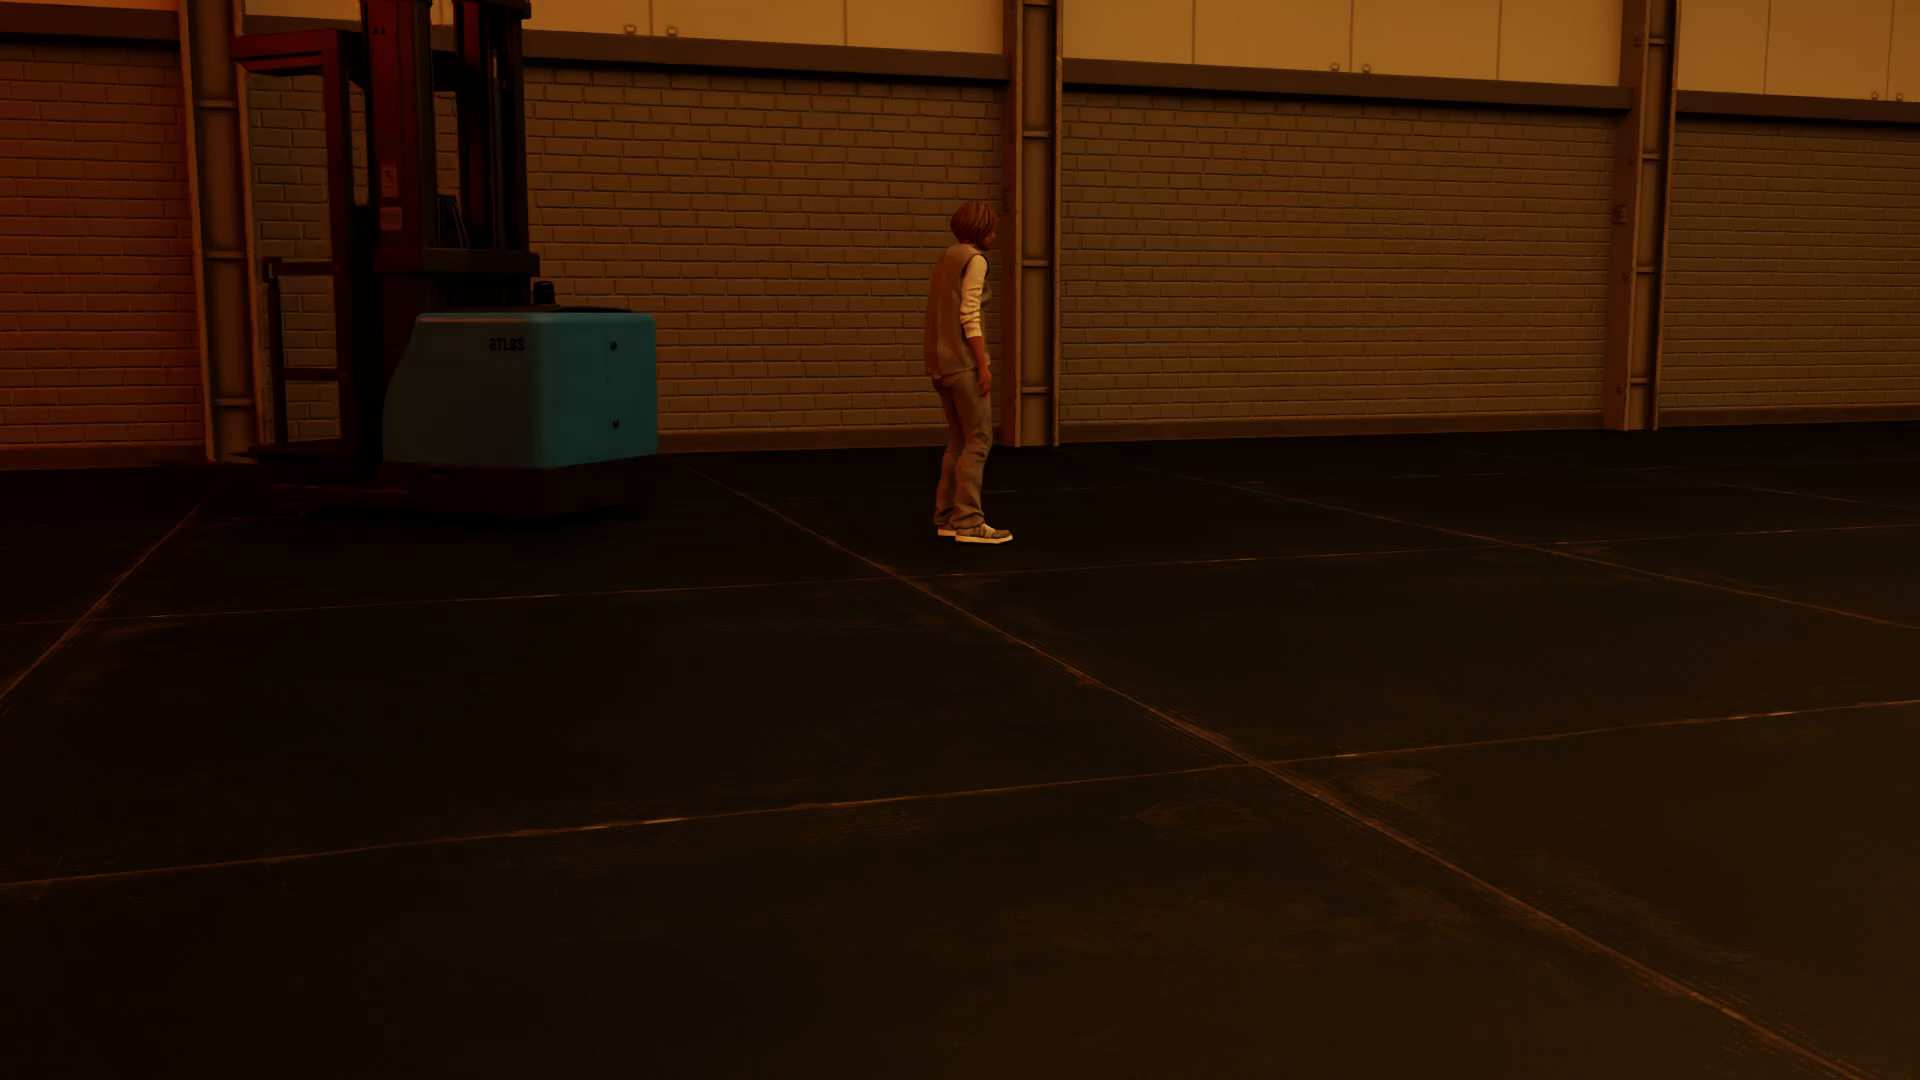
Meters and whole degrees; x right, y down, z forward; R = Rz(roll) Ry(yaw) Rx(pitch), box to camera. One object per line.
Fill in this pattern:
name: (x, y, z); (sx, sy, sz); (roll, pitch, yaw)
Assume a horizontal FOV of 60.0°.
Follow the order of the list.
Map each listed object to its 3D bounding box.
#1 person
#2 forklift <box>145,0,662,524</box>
person: (0.018, -0.733, 7.837); (0.344, 1.478, 0.467); (-3, 8, -20)
forklift: (-3.191, -1.640, 9.109); (3.031, 2.935, 1.130); (3, 8, 24)
